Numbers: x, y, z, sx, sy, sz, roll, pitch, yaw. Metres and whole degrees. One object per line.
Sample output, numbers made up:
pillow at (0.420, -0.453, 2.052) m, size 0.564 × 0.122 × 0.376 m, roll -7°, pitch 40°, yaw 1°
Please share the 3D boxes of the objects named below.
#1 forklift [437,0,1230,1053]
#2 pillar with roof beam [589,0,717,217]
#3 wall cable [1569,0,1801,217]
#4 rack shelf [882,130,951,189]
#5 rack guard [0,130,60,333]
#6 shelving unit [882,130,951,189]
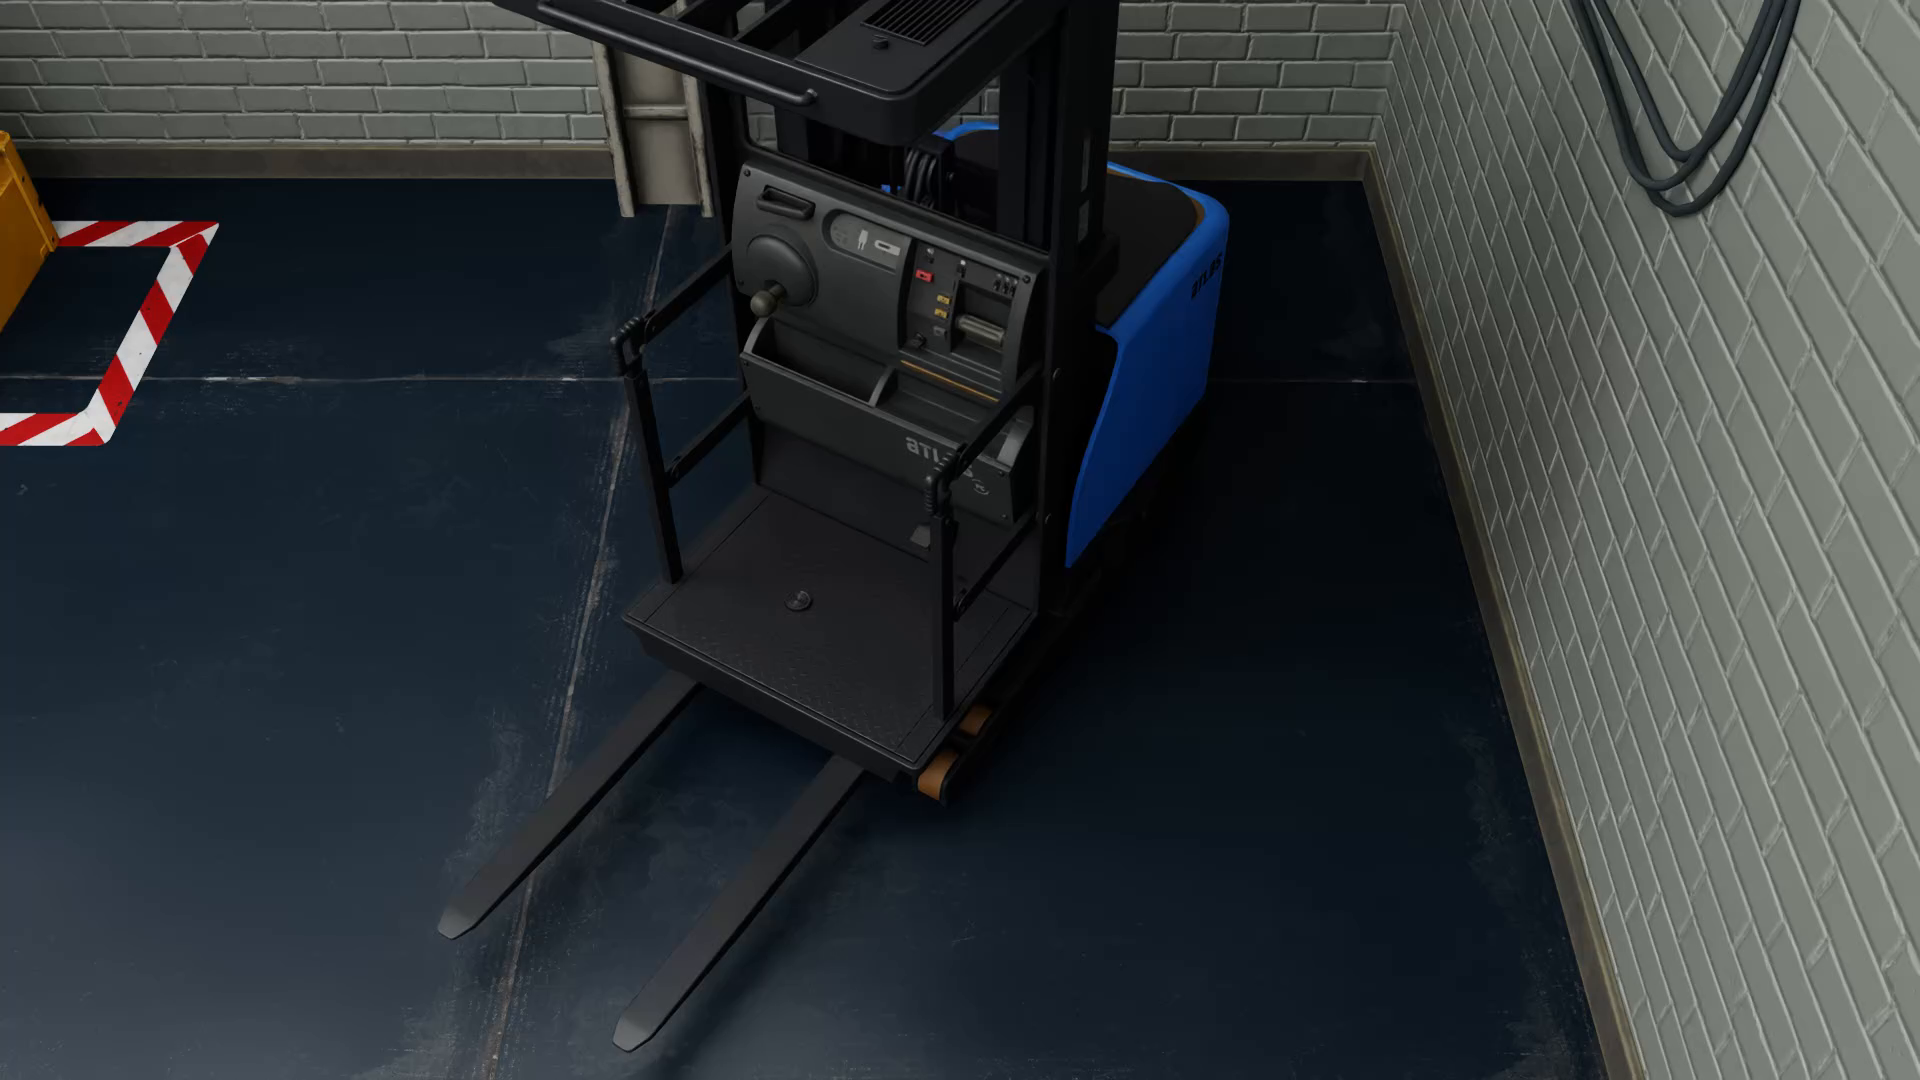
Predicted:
forklift at (-0.328, -0.611, 4.317) m, size 1.130 × 2.935 × 3.031 m, roll 24°, pitch 52°, yaw 21°
pillar with roof beam at (-1.247, -1.392, 0.898) m, size 0.400 × 9.000 × 9.100 m, roll 0°, pitch 47°, yaw 0°
wall cable at (1.720, -2.582, 4.127) m, size 0.112 × 2.526 × 3.097 m, roll 0°, pitch 47°, yaw 0°
rack shelf at (-0.054, -1.320, 6.199) m, size 1.000 × 0.185 × 0.538 m, roll 0°, pitch 47°, yaw 0°
rack guard at (-3.911, -1.022, 6.359) m, size 0.348 × 0.500 × 1.175 m, roll 0°, pitch 47°, yaw 0°
shelving unit at (-0.054, -1.442, 6.068) m, size 1.048 × 1.500 × 0.538 m, roll 0°, pitch 47°, yaw 0°
